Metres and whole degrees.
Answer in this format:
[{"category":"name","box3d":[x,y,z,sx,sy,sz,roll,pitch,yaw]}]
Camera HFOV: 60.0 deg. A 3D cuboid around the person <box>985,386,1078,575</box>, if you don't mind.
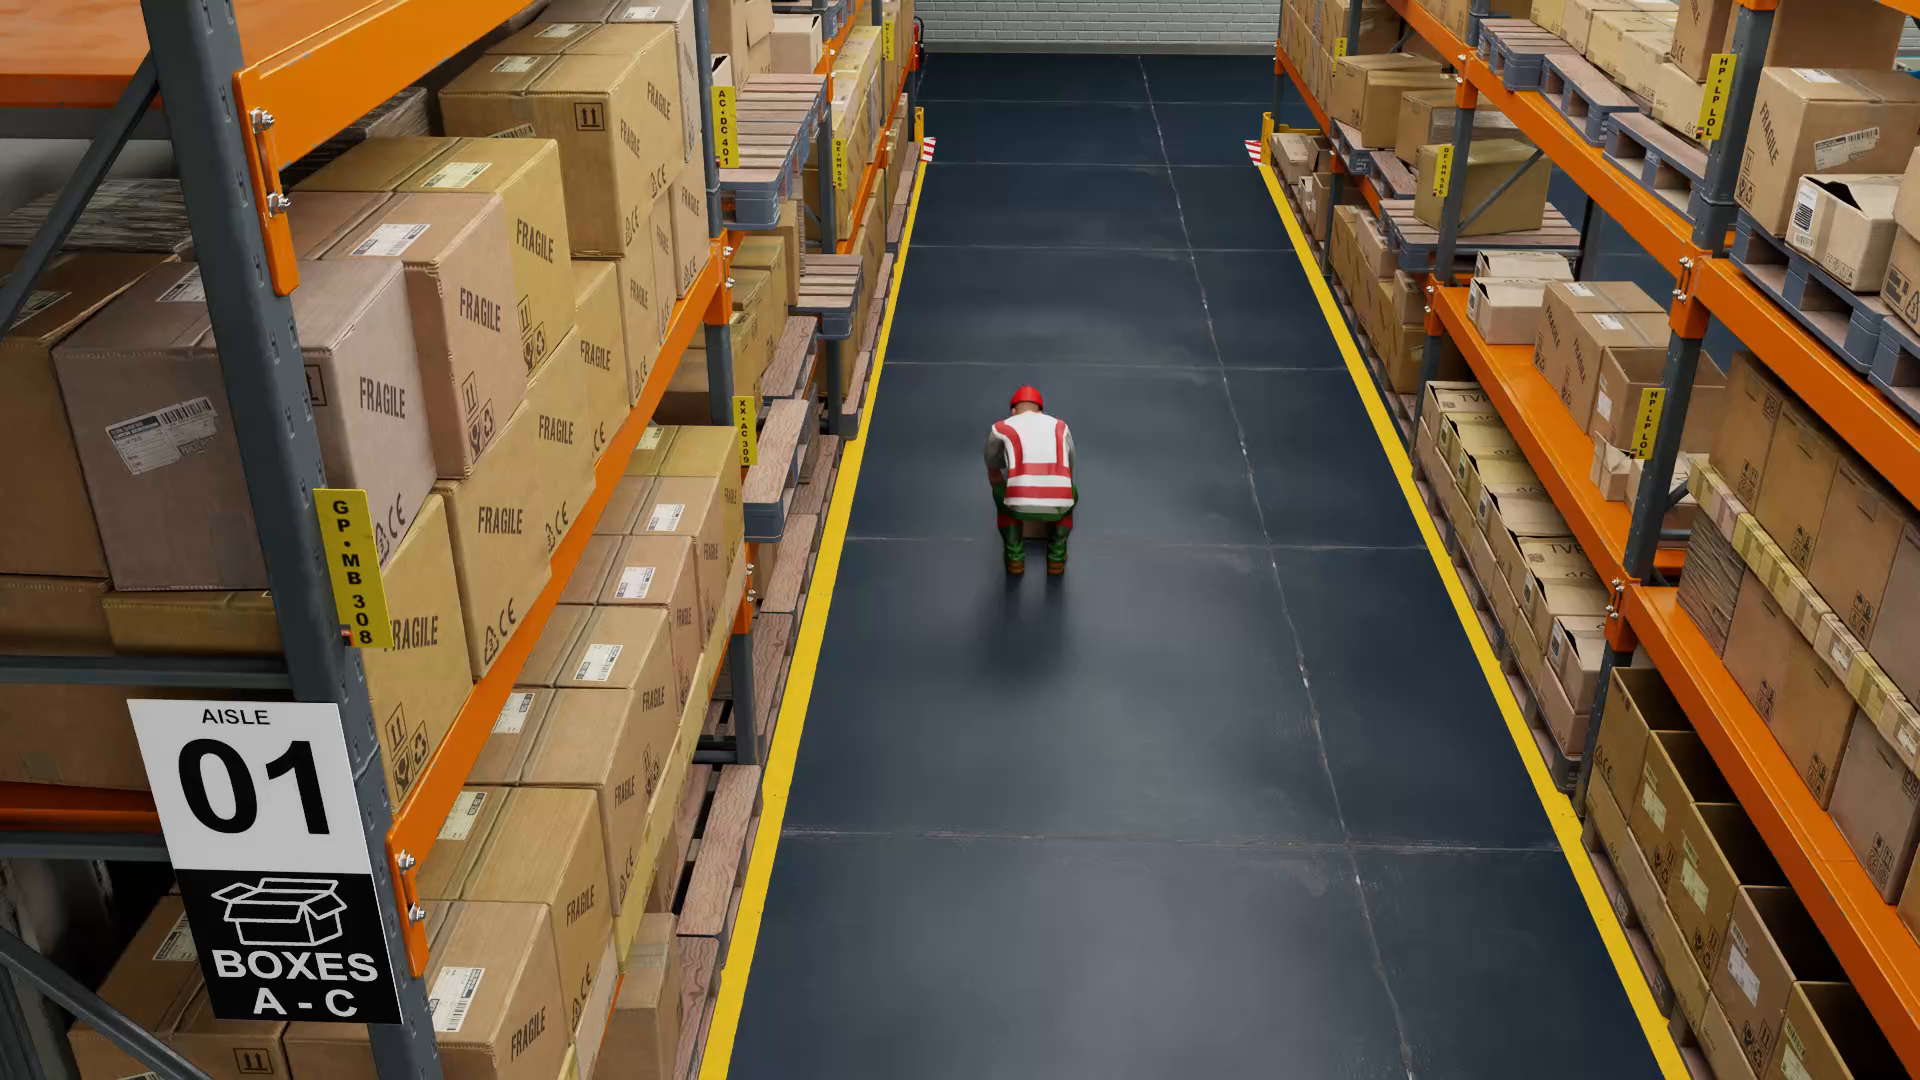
[{"category":"person","box3d":[0.434,-0.342,10.106,0.573,0.994,0.877,1,28,2]}]
